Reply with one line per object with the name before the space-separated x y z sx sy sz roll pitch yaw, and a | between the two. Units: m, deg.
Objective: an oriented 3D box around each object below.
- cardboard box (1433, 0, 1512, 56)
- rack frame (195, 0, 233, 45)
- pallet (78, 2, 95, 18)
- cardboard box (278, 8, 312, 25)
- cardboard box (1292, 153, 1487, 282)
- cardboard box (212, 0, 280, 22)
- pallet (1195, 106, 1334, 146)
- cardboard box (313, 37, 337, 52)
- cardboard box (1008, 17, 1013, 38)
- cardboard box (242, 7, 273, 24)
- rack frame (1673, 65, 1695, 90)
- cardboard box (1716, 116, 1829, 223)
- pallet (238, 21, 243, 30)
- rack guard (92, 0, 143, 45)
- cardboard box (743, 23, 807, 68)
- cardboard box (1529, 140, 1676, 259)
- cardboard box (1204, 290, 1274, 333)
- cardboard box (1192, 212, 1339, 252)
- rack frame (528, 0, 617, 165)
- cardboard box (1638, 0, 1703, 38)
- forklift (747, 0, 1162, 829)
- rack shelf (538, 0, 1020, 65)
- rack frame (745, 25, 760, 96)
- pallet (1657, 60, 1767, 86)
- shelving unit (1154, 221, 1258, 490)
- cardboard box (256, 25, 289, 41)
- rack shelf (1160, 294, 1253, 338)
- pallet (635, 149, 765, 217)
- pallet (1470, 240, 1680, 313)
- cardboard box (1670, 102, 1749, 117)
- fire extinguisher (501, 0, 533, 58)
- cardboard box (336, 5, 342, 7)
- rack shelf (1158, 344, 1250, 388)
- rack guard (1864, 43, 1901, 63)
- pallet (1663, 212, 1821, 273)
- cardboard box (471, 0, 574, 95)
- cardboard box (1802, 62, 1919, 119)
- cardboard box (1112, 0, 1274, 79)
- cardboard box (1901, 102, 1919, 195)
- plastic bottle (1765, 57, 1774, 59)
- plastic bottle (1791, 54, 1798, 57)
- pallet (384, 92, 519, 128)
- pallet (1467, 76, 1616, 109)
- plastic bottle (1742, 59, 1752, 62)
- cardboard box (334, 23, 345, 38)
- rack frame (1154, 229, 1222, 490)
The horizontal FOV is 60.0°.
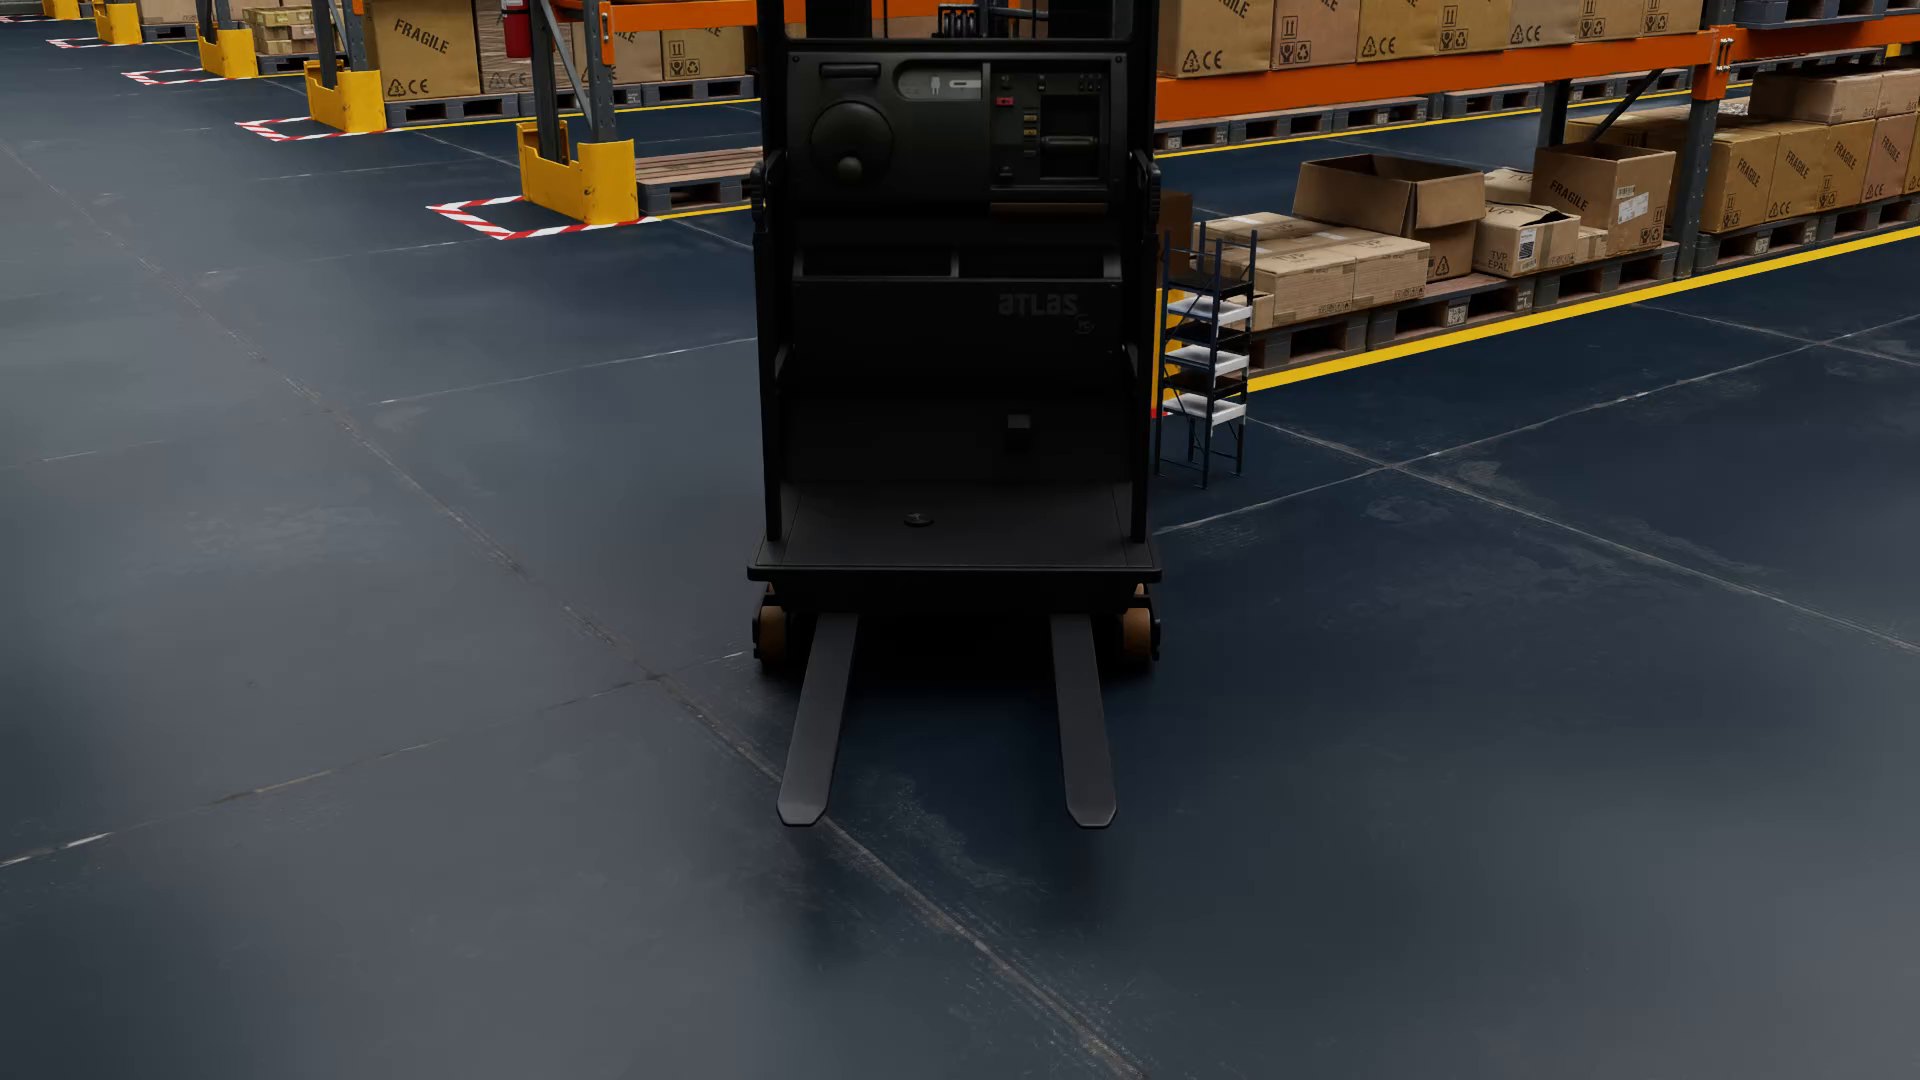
cardboard box | 2.142 -2.483 7.530 0.500 0.500 0.500 -15 26 -32
rack frame | -8.201 -6.586 17.948 0.127 3.000 1.000 -15 26 -33
pallet | -13.368 -8.440 26.356 1.213 0.211 1.003 -15 26 -33
cardboard box | -7.424 -5.840 18.556 0.250 0.149 0.380 -14 26 -32
cardboard box | 2.121 -1.593 8.211 0.637 0.503 0.797 -15 26 -33
cardboard box | -9.959 -7.432 22.958 0.875 0.438 0.875 -14 26 -31
pallet | 2.395 -3.573 14.158 1.213 0.211 1.003 -15 26 -33
cardboard box | -7.227 -5.611 18.785 0.250 0.149 0.380 -15 26 -32
cardboard box | 0.535 -5.869 18.450 0.875 0.875 1.225 -16 27 -35
cardboard box | -7.920 -5.924 18.766 0.250 0.149 0.380 -15 26 -32
rack frame | 7.247 -6.179 16.928 0.127 3.000 1.000 -15 26 -33
cardboard box | 4.604 -2.150 9.610 0.500 0.500 0.500 -14 26 -32
pallet | -9.581 -7.217 23.292 1.213 0.211 1.003 -15 26 -33
rack guard | -11.194 -6.887 22.075 0.348 0.500 1.175 -15 26 -33
cardboard box | -1.632 -5.290 17.001 0.875 0.875 1.225 -15 26 -33
cardboard box | 3.346 -1.791 8.711 0.500 0.500 0.500 -15 26 -33
cardboard box | 1.139 -1.021 7.230 0.250 0.166 0.380 -15 26 -33
cardboard box | 1.482 -1.406 8.084 0.500 0.250 0.500 -15 26 -33
rack frame | -2.494 -3.582 10.419 0.127 3.000 1.000 -15 26 -33
cardboard box | 3.387 -2.818 8.369 0.500 0.500 0.500 -14 26 -32
forklift | -0.009 -1.128 4.363 1.130 2.935 3.031 0 22 1
rack shelf | -0.870 -3.681 11.637 4.000 0.370 1.077 -15 26 -33
rack frame | -2.140 -5.938 16.323 0.127 3.000 1.000 -15 26 -33
pallet | 7.816 -5.017 17.778 1.213 0.211 1.003 -15 26 -33
shelving unit | 0.869 -0.655 5.918 0.258 0.900 0.210 20 29 41
cardboard box | -7.626 -5.631 18.434 0.250 0.149 0.380 -14 26 -31
rack shelf | 0.869 -0.792 5.864 0.258 0.077 0.200 20 29 41
pallet | -1.802 -2.453 11.354 1.213 0.211 1.003 -15 26 -33
pallet | 3.085 -1.513 8.997 1.213 0.211 1.003 -15 26 -33
cardboard box | 4.689 -2.406 10.251 0.500 0.500 0.500 -15 26 -32
fire extinguisher | -2.882 -3.477 10.763 0.183 0.674 0.296 -15 26 -33
cardboard box | -7.299 -6.092 19.188 0.250 0.149 0.380 -16 27 -35
rack shelf | 0.869 -0.624 5.931 0.258 0.077 0.200 20 29 41
rack guard | 10.460 -5.853 19.485 0.348 0.500 1.175 -15 26 -33
pallet | 4.281 -1.849 9.839 1.213 0.211 1.003 -15 26 -33
cardboard box | -4.175 -4.640 15.370 0.875 0.875 0.875 -15 26 -33
cardboard box | 5.396 -2.705 9.989 0.500 0.250 0.500 -16 26 -34
cardboard box | 0.910 -2.154 6.706 0.500 0.500 0.500 -14 26 -32
cardboard box | 5.847 -2.481 10.439 0.500 0.500 0.500 -16 27 -35
plastic bottle | 8.643 -5.336 17.796 0.185 0.351 0.144 -15 26 -33
plastic bottle | 9.039 -5.409 18.078 0.135 0.276 0.152 -15 26 -32
pallet | -4.783 -3.973 15.163 1.213 0.211 1.003 -15 26 -33
pallet | 5.641 -4.437 16.324 1.213 0.211 1.003 -15 26 -33
plastic bottle | 8.298 -5.244 17.565 0.185 0.351 0.144 -16 27 -35
cardboard box | -6.952 -5.776 18.796 0.250 0.149 0.380 -14 26 -31
rack frame | 0.798 -0.628 5.851 0.240 0.900 0.006 20 29 41
